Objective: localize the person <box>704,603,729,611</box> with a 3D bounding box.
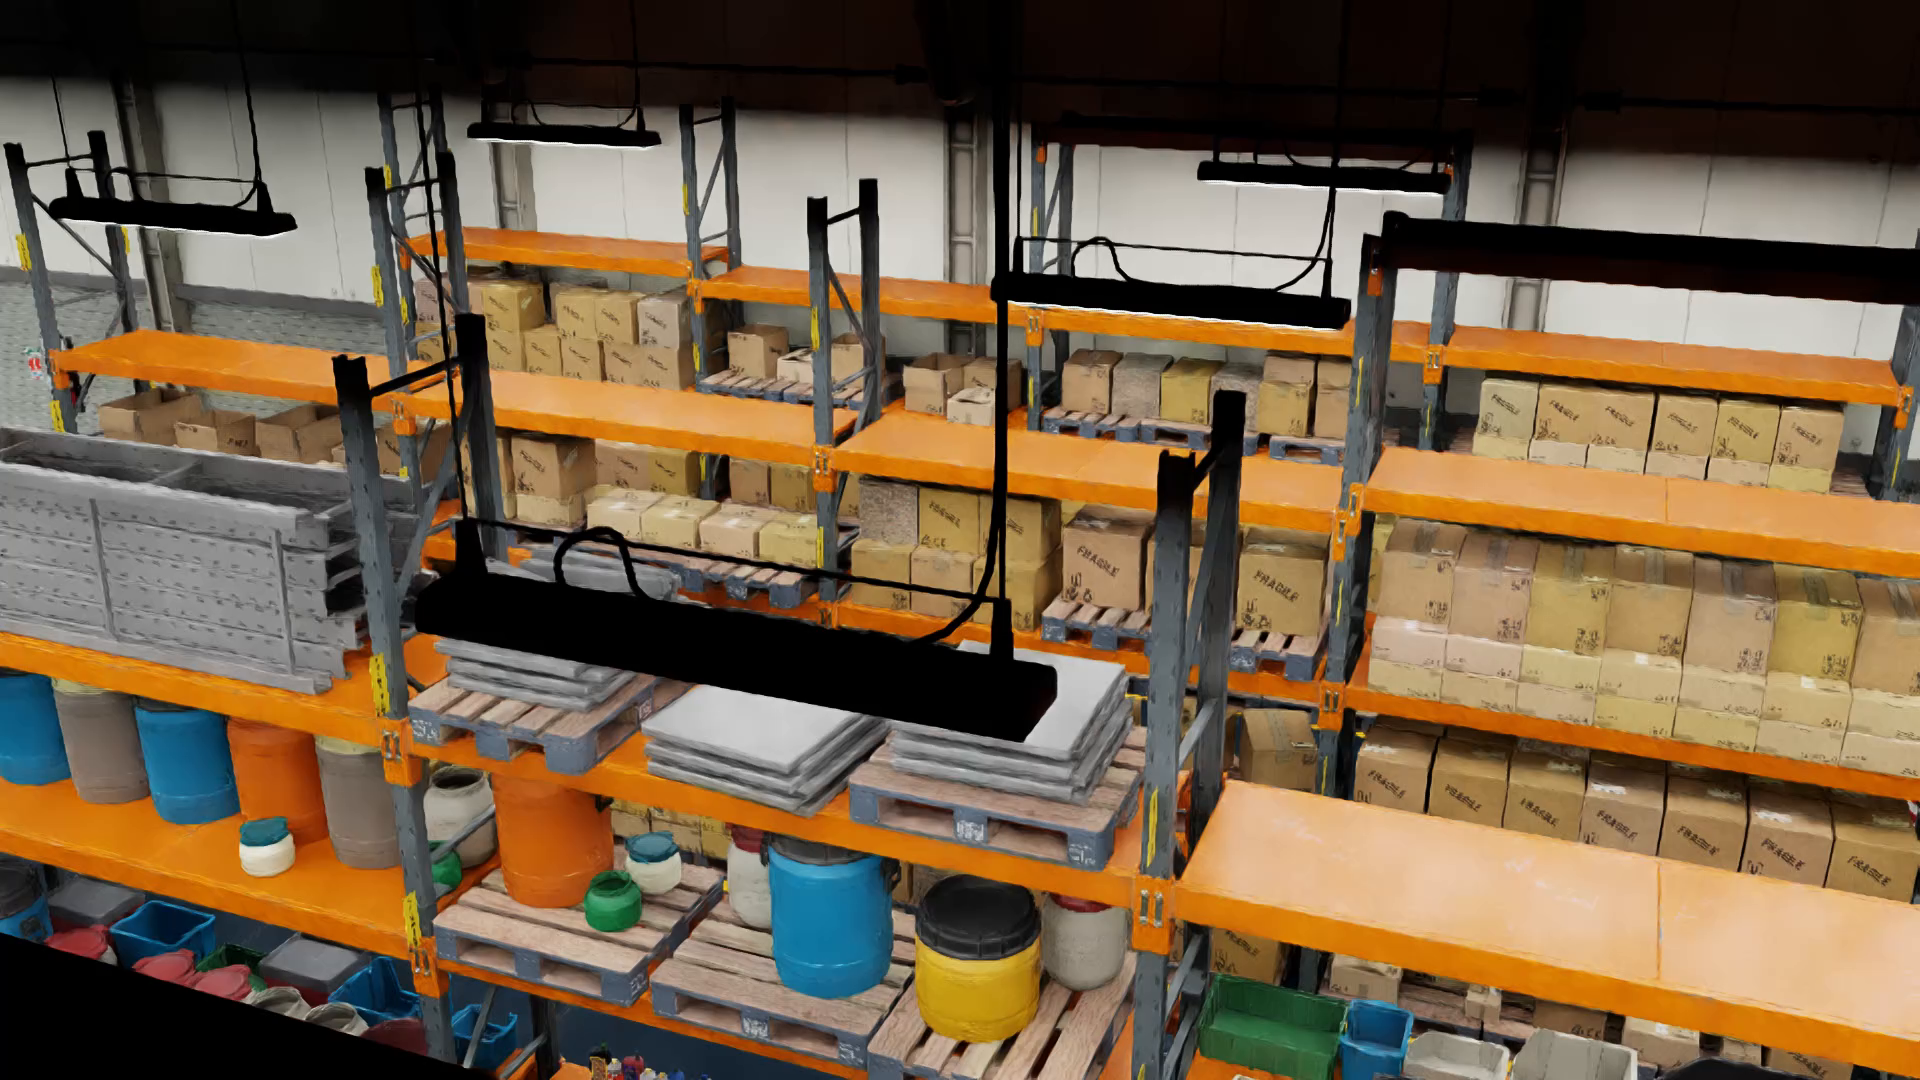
[{"bbox_3d":[-2.336,1.262,16.530,0.577,1.785,0.655,-15,25,-33],"label":"person"}]
